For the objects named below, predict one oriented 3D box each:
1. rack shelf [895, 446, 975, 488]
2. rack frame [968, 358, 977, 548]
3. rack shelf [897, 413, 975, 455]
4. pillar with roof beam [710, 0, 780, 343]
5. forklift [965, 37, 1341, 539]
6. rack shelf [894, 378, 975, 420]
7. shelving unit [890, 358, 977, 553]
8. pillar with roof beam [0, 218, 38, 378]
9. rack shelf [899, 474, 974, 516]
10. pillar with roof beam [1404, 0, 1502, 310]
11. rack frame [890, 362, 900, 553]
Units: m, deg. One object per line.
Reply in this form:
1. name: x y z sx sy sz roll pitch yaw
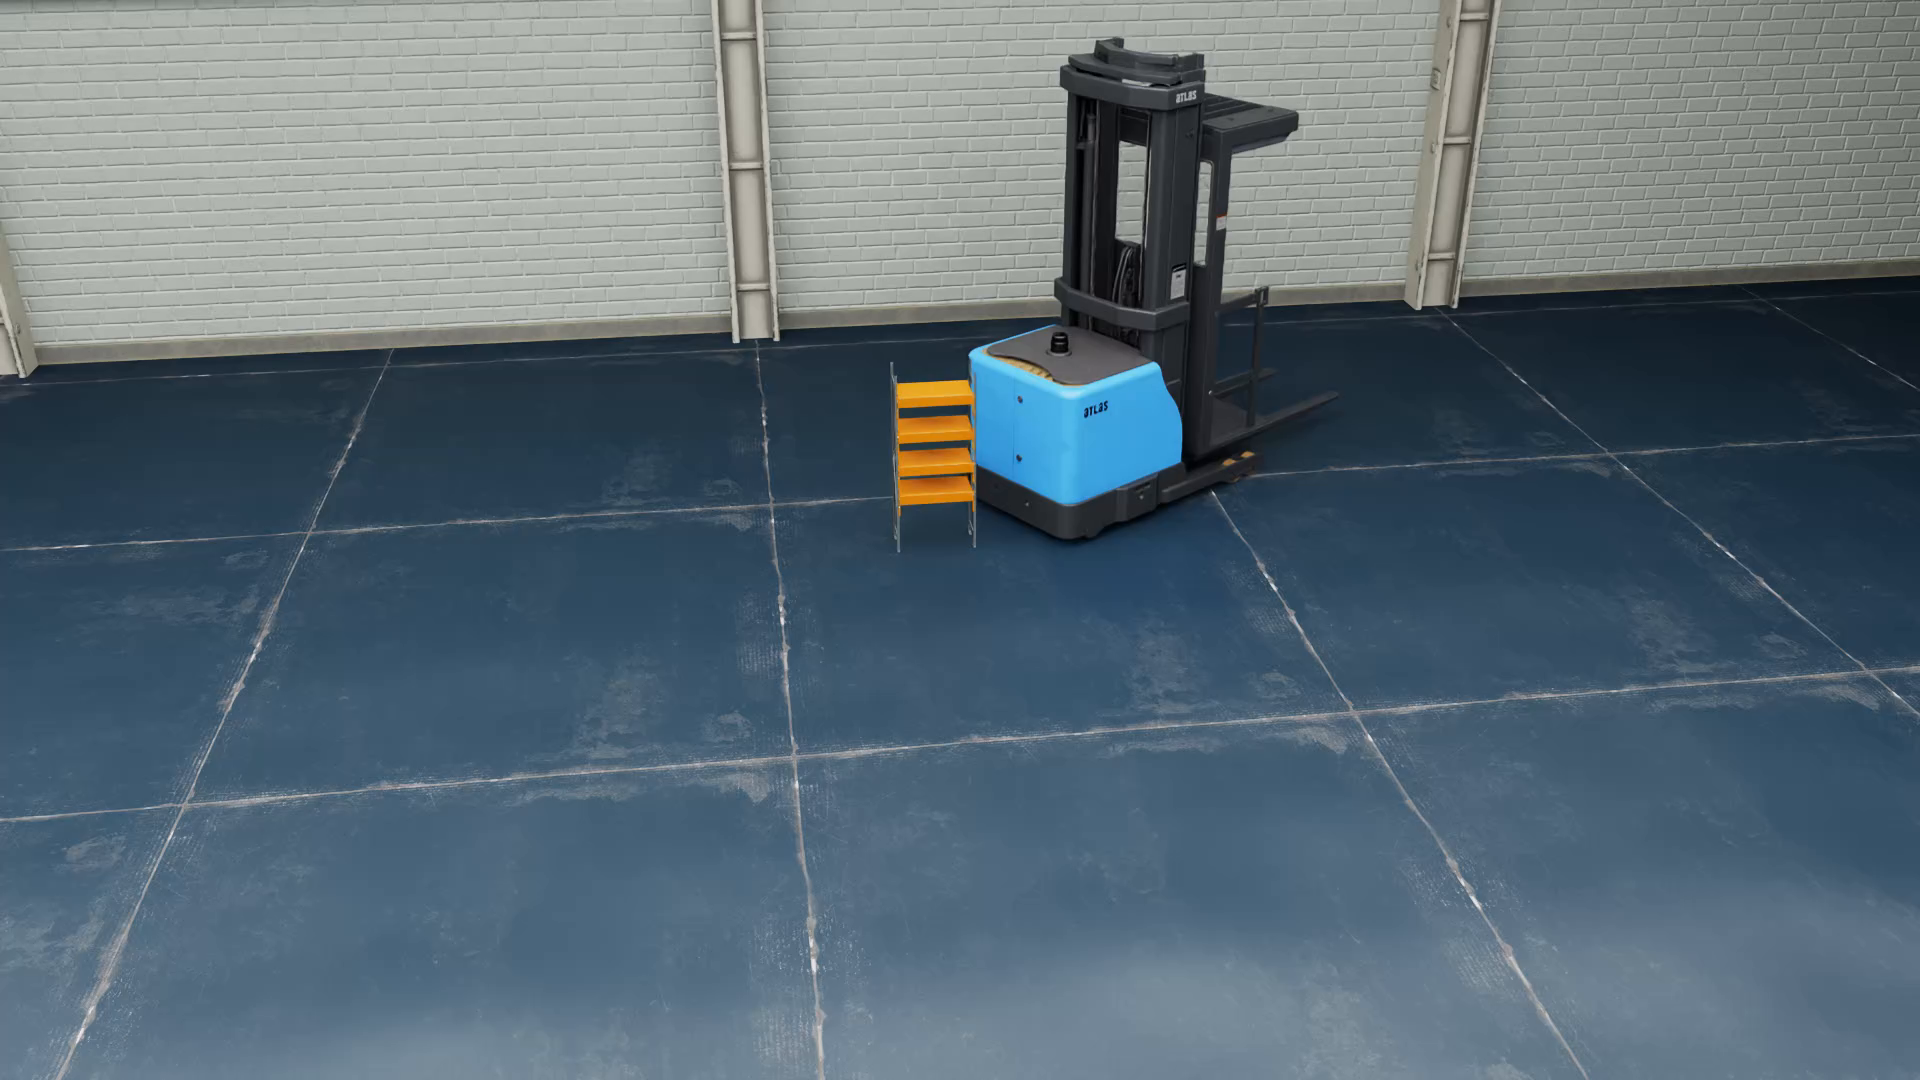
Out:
1. rack shelf: -0.164 -0.463 10.486 0.480 0.148 0.258 -4 27 -7
2. rack frame: 0.078 -0.539 10.486 0.015 1.200 0.240 -4 27 -7
3. rack shelf: -0.164 -0.662 10.384 0.480 0.148 0.258 -4 27 -7
4. pillar with roof beam: -1.135 -3.796 8.291 0.400 9.000 9.100 -4 27 -7
5. forklift: 1.480 -1.858 11.161 3.031 2.935 1.130 -22 34 -36
6. rack shelf: -0.164 -0.873 10.276 0.480 0.148 0.258 -4 27 -7
7. shelving unit: -0.164 -0.523 10.456 0.503 1.200 0.258 -4 27 -7
8. pillar with roof beam: -7.076 -3.415 7.548 0.400 9.000 9.100 -4 27 -7
9. rack shelf: -0.164 -0.287 10.577 0.480 0.148 0.258 -4 27 -7
10. pillar with roof beam: 4.807 -4.178 9.035 0.400 9.000 9.100 -4 27 -7
11. rack frame: -0.406 -0.508 10.425 0.015 1.200 0.240 -4 27 -7
